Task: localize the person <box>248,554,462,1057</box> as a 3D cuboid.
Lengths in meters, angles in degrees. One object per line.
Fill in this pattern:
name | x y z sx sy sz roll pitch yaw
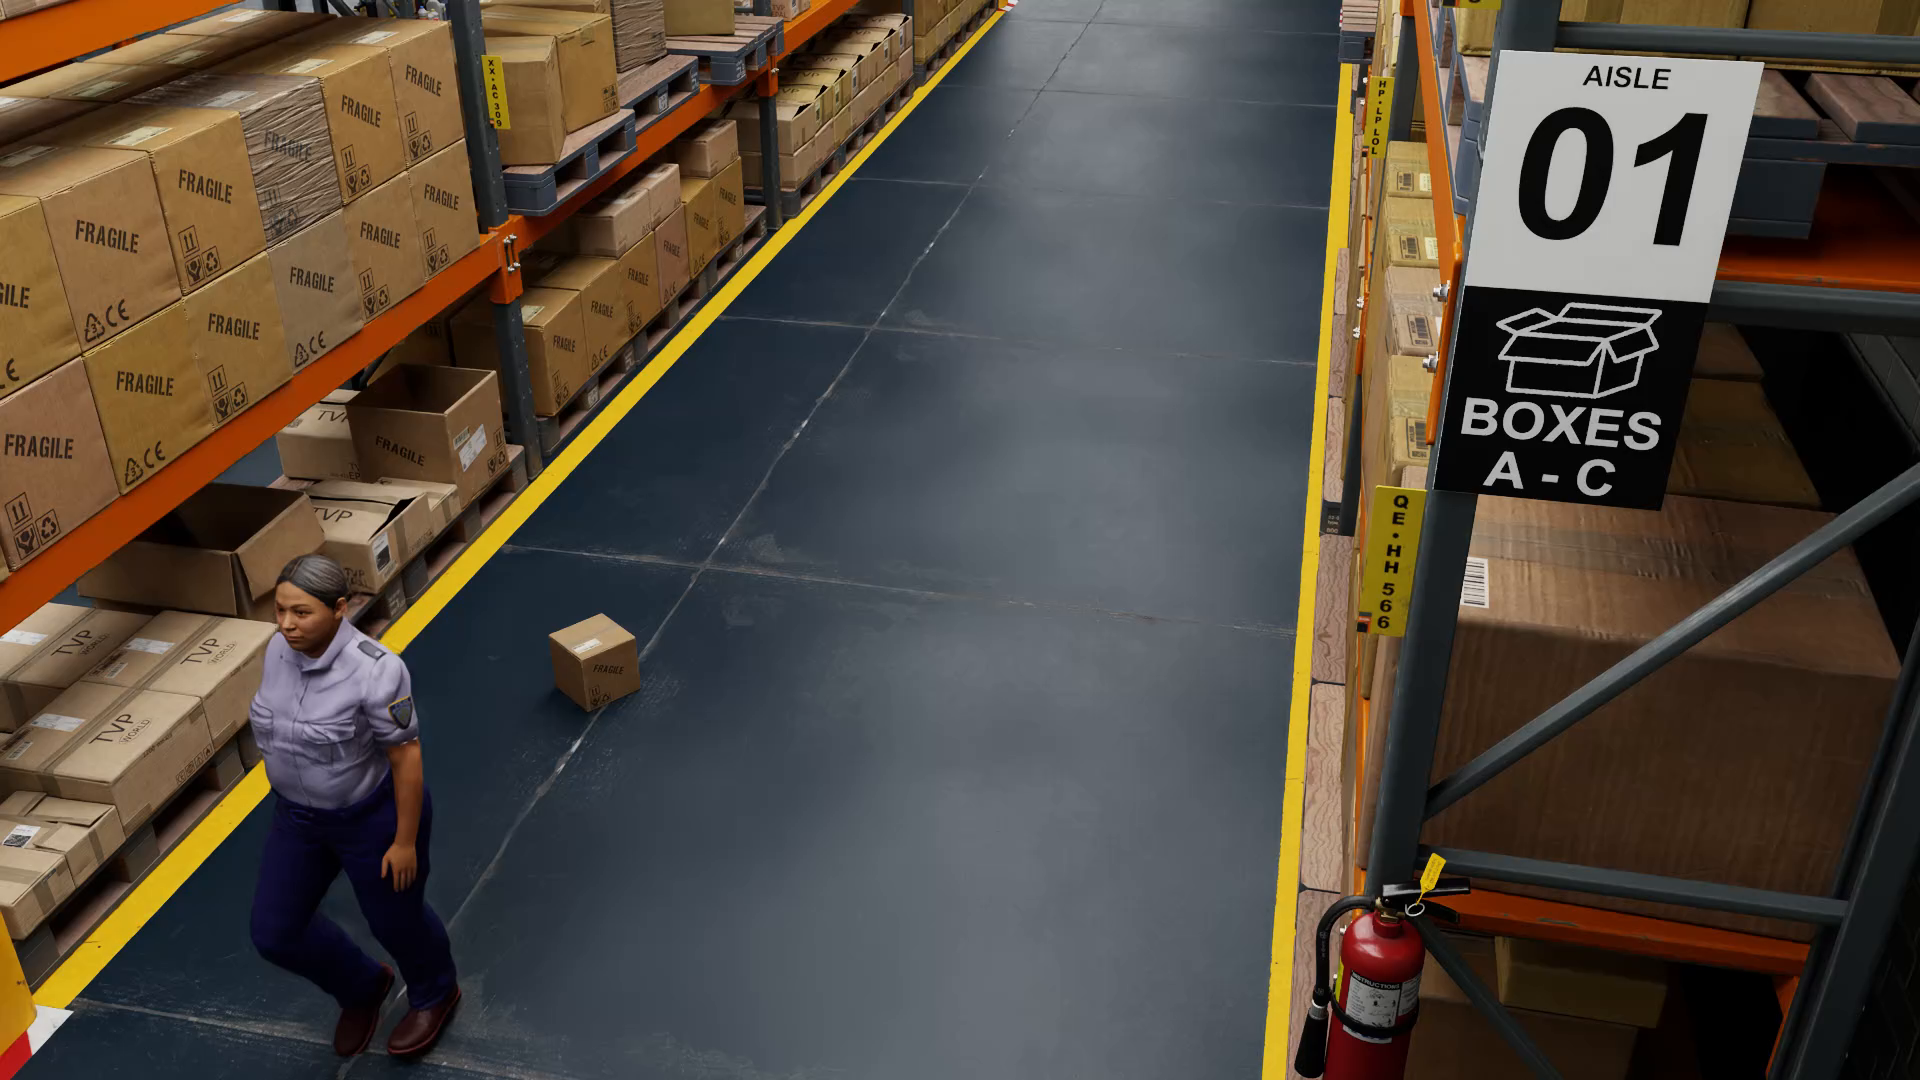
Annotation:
person | -1.724 0.818 4.660 0.513 1.689 0.469 10 31 18
